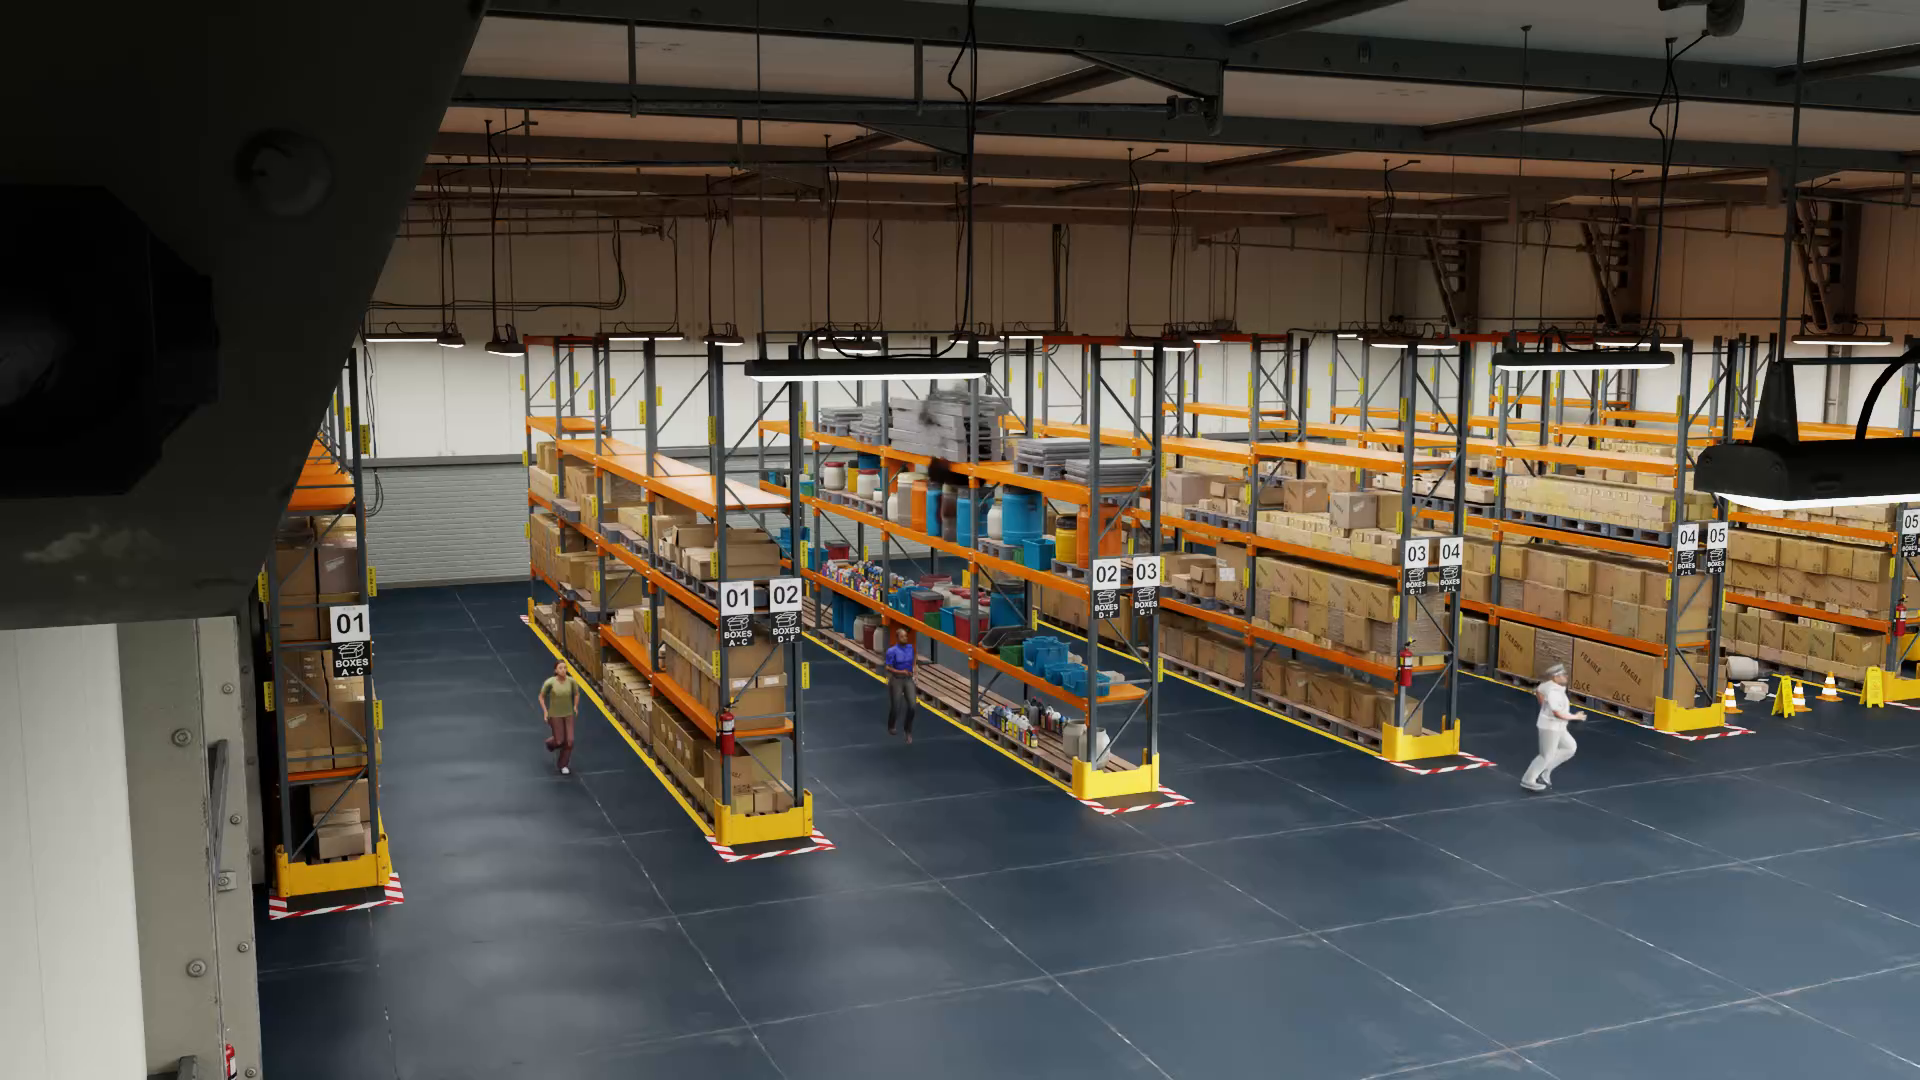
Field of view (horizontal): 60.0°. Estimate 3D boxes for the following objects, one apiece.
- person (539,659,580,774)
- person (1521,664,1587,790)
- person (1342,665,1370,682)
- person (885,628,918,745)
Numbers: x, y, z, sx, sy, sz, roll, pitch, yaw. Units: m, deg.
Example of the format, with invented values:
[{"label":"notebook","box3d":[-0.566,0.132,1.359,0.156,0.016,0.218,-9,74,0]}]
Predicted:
[{"label":"person","box3d":[-5.602,2.449,23.304,0.571,1.618,0.584,-4,9,-30]},{"label":"person","box3d":[7.983,2.493,22.306,0.802,1.732,0.675,3,8,21]},{"label":"person","box3d":[7.019,1.637,29.172,0.616,1.716,0.683,-4,8,-26]},{"label":"person","box3d":[-0.833,2.124,24.189,0.584,1.711,0.718,-4,8,-26]}]
